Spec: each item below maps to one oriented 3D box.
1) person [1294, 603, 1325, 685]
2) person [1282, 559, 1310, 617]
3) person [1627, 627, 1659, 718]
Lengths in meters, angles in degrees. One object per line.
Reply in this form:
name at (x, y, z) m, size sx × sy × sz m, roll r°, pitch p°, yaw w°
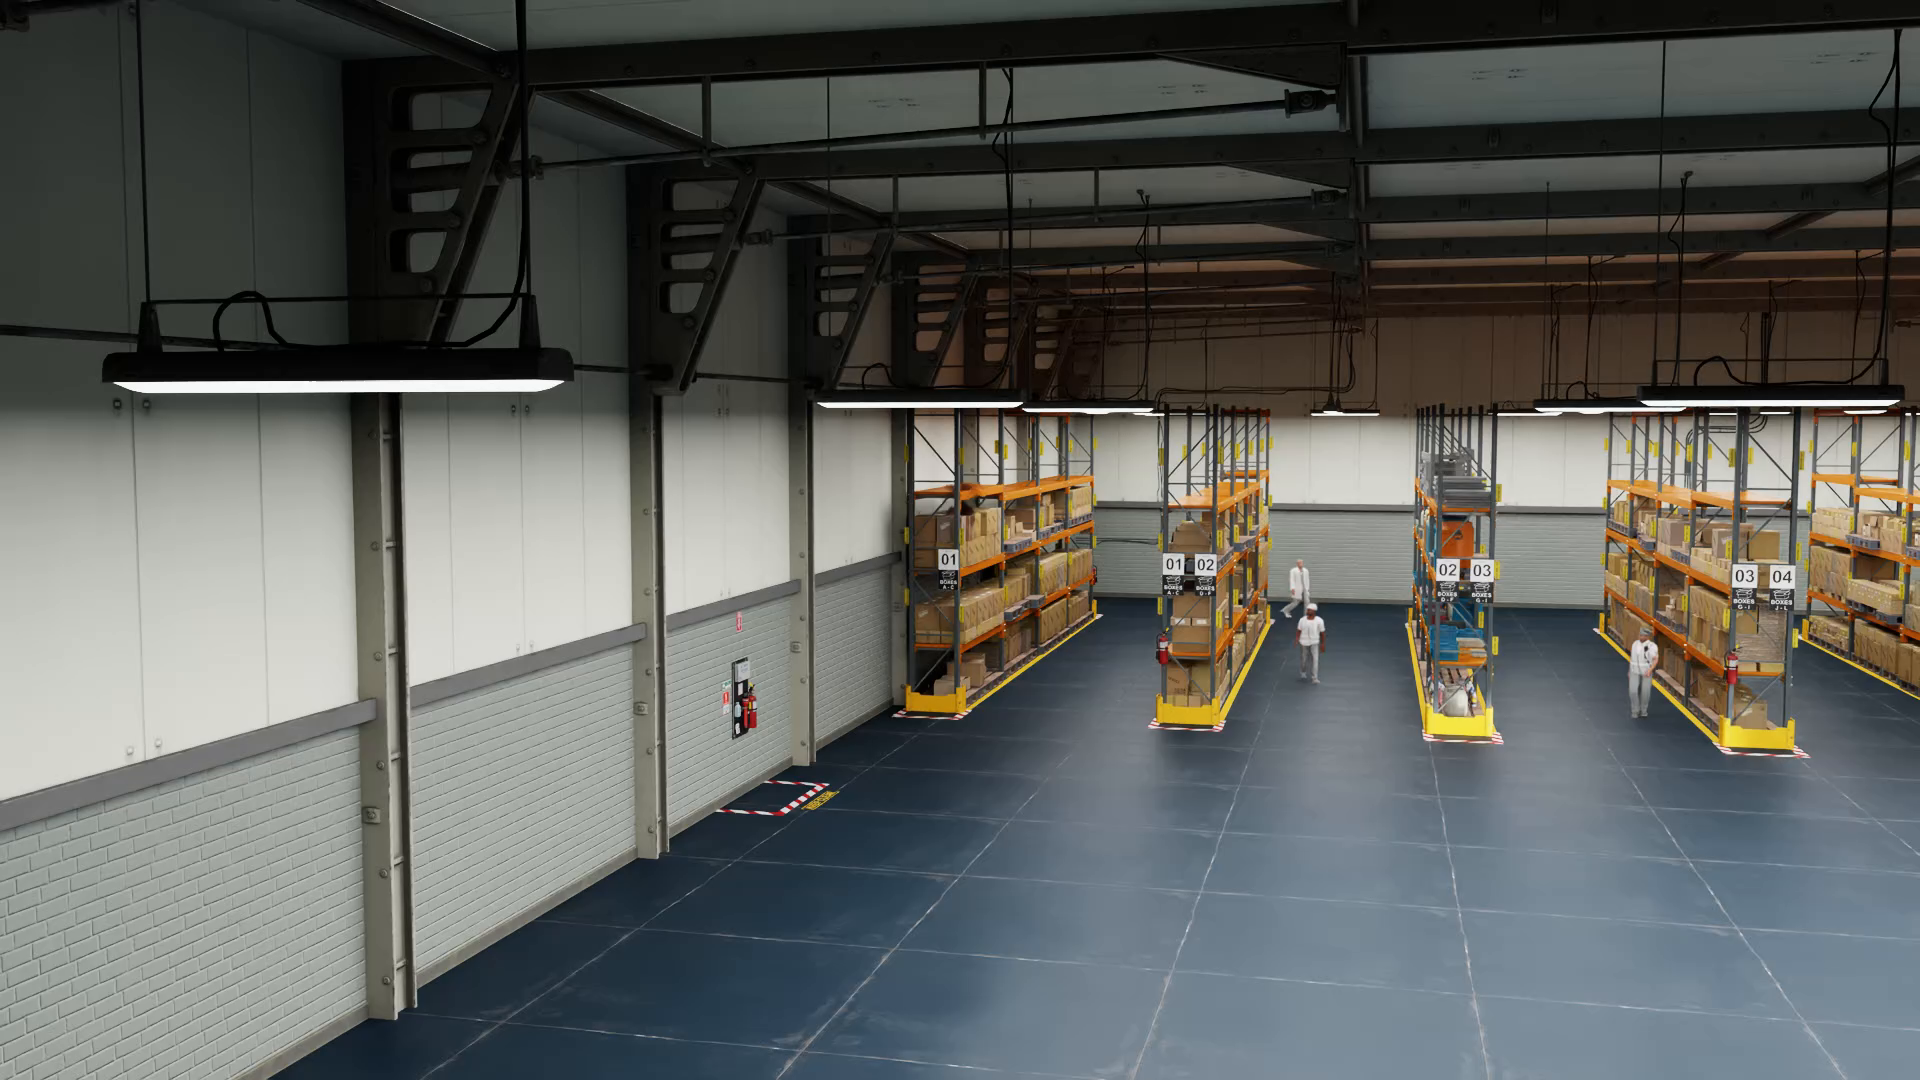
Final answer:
person at (7.565, 2.241, 36.016) m, size 0.688 × 1.728 × 1.010 m, roll 0°, pitch 4°, yaw 2°
person at (9.608, 1.405, 47.191) m, size 0.604 × 1.744 × 0.955 m, roll -4°, pitch 5°, yaw -40°
person at (13.061, 2.574, 31.831) m, size 0.556 × 1.816 × 0.675 m, roll 2°, pitch 5°, yaw 25°
